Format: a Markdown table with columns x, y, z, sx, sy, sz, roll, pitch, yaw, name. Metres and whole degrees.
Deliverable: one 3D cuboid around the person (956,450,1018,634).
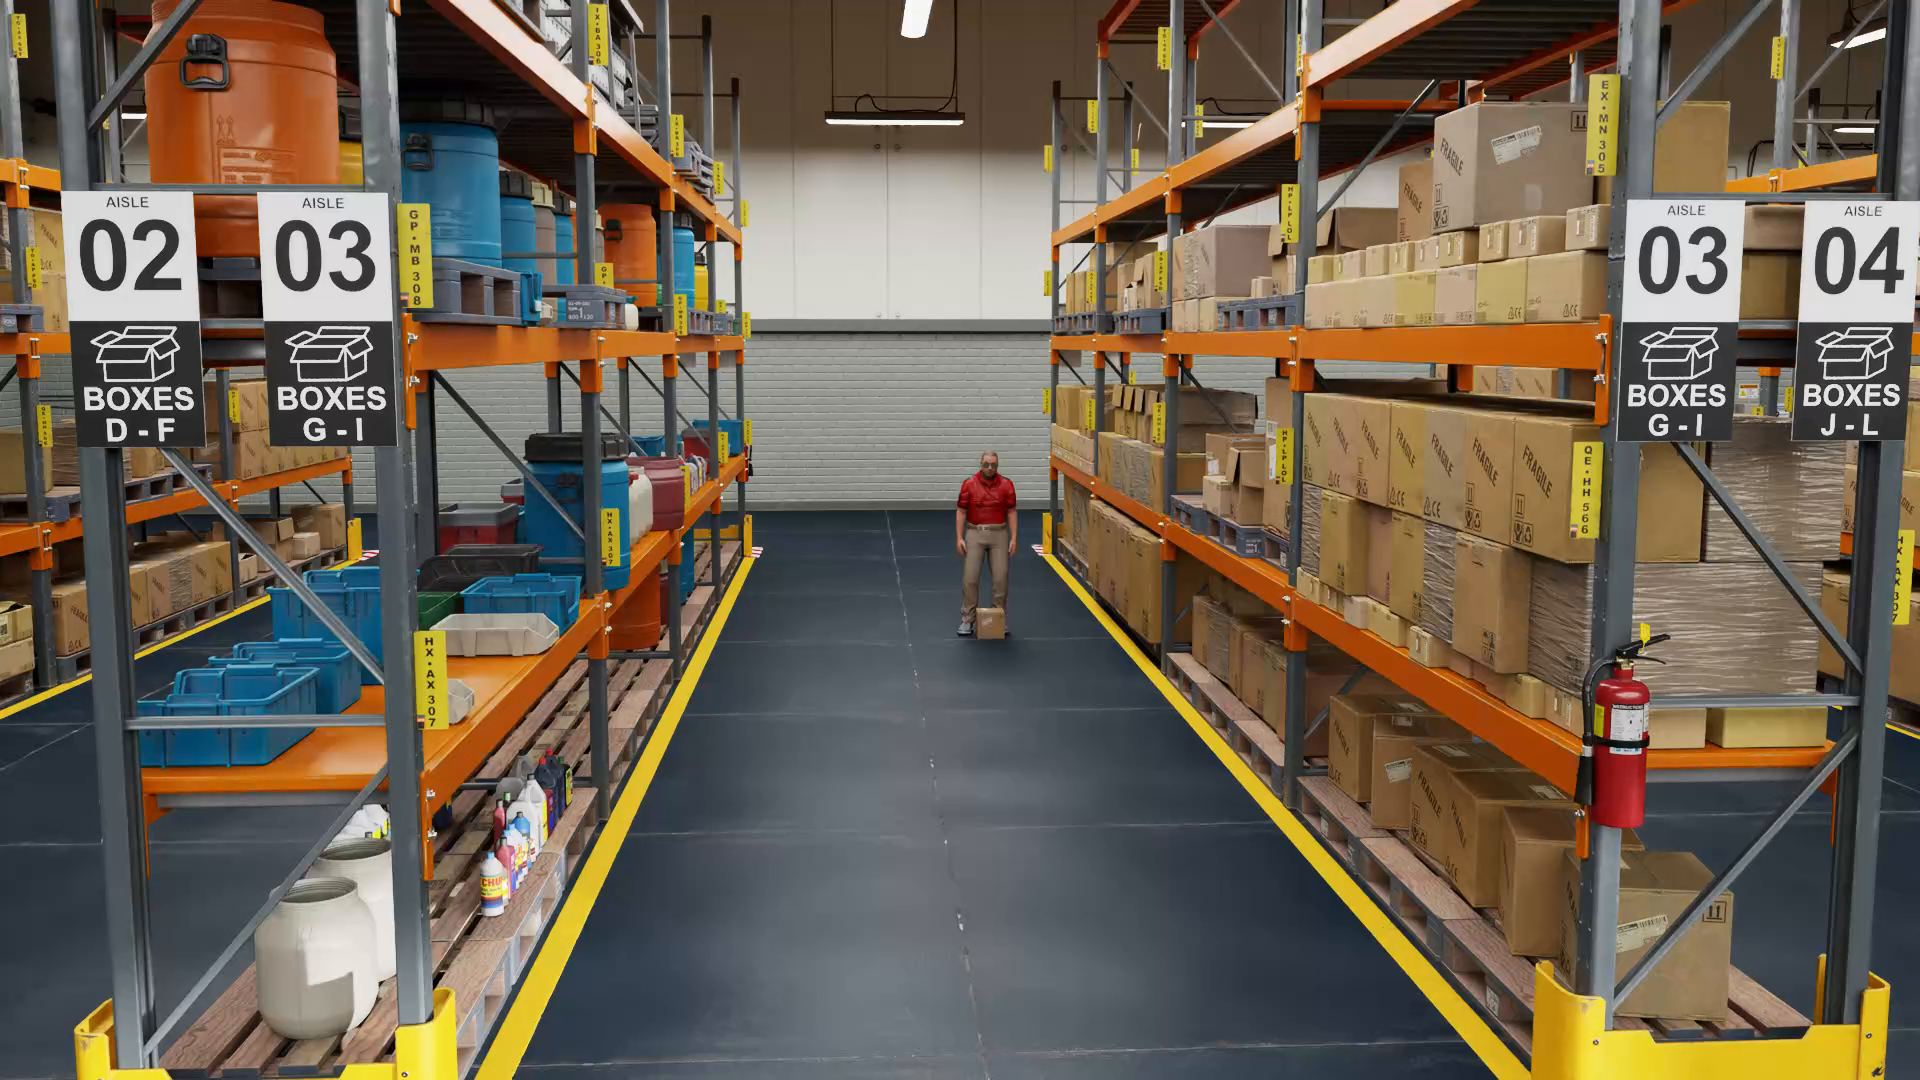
| x | y | z | sx | sy | sz | roll | pitch | yaw | name |
| --- | --- | --- | --- | --- | --- | --- | --- | --- | --- |
| 0.254 | 0.014 | 15.678 | 0.586 | 1.727 | 0.393 | 0 | 7 | -3 | person |
